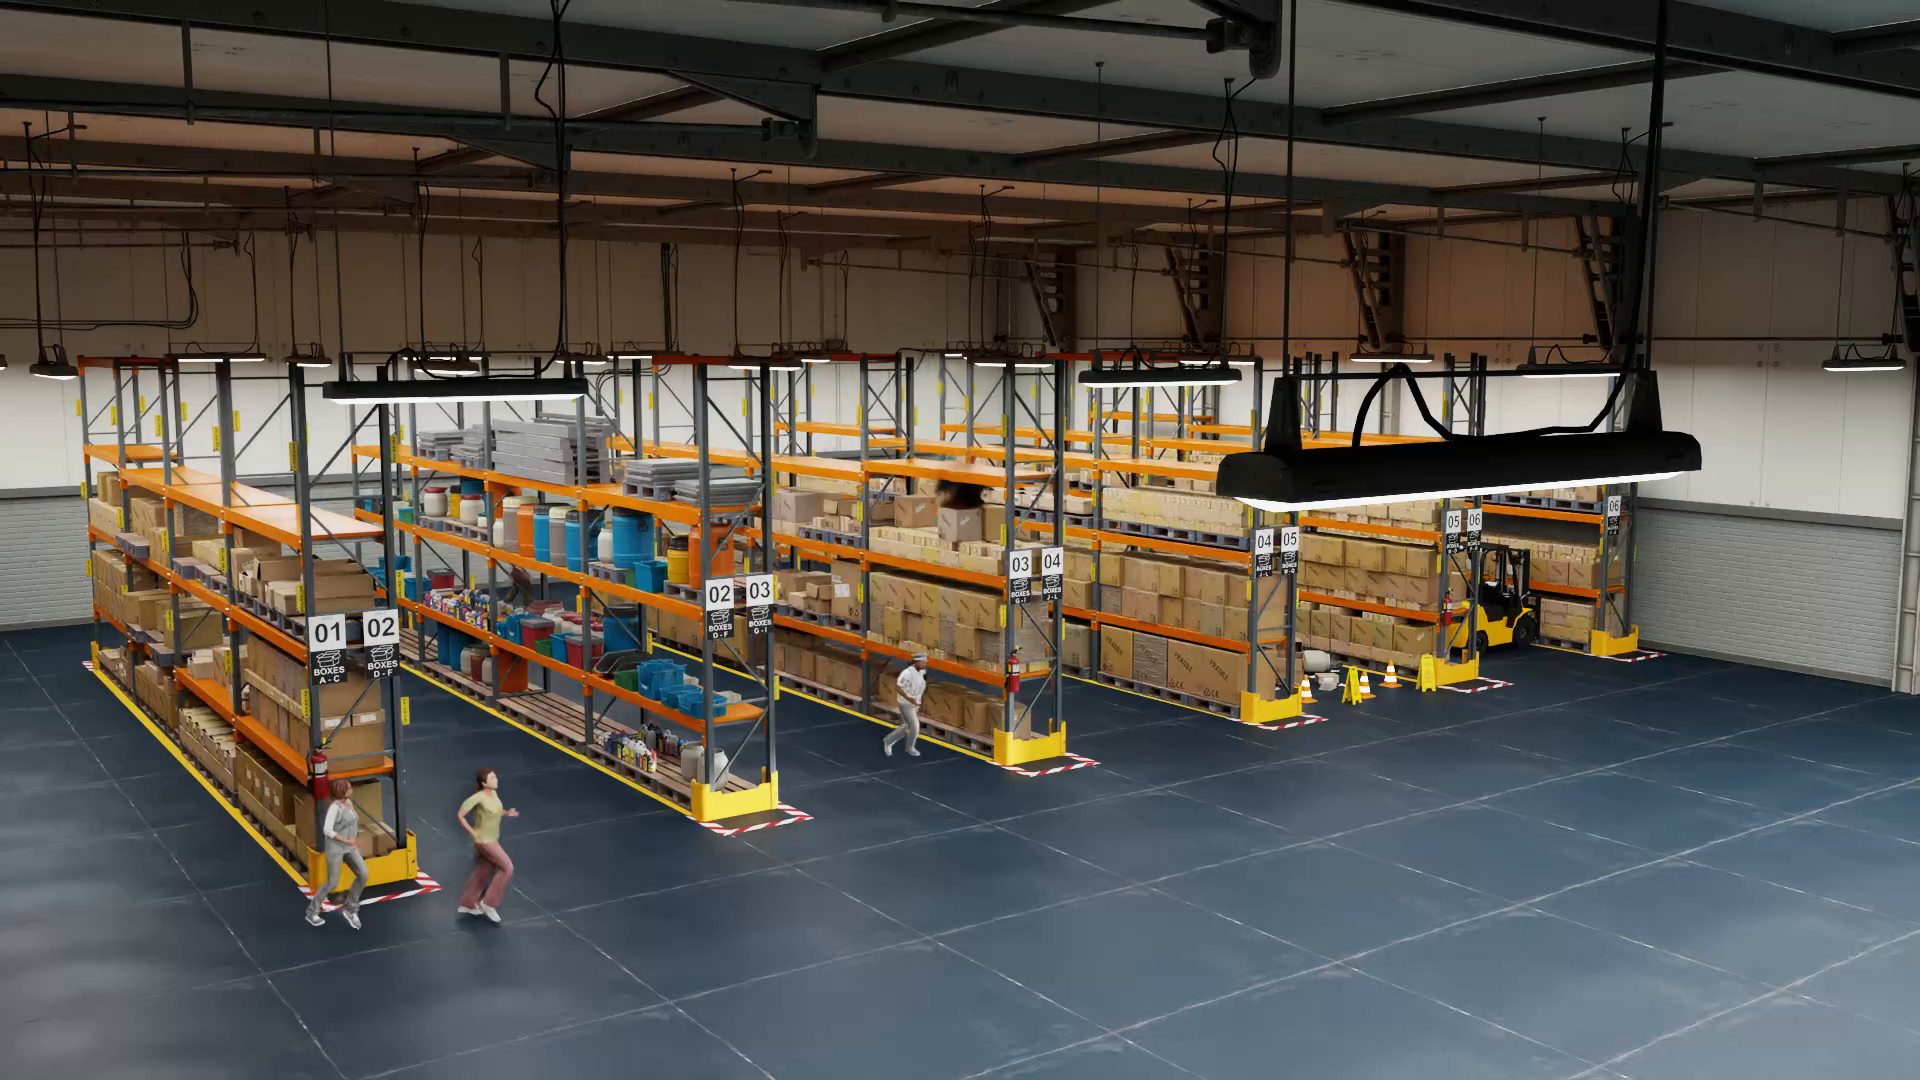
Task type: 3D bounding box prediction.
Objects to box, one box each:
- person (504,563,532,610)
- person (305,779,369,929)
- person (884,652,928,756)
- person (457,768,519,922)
[{"bbox_3d":[-10.228,0.774,38.530,0.820,1.836,0.688,-2,7,-17],"label":"person"},{"bbox_3d":[-6.711,3.381,18.008,0.627,1.600,0.608,1,7,11],"label":"person"},{"bbox_3d":[-0.799,2.398,24.340,0.810,1.612,0.546,6,9,39],"label":"person"},{"bbox_3d":[-5.163,3.320,18.191,0.673,1.699,0.549,0,7,0],"label":"person"}]
